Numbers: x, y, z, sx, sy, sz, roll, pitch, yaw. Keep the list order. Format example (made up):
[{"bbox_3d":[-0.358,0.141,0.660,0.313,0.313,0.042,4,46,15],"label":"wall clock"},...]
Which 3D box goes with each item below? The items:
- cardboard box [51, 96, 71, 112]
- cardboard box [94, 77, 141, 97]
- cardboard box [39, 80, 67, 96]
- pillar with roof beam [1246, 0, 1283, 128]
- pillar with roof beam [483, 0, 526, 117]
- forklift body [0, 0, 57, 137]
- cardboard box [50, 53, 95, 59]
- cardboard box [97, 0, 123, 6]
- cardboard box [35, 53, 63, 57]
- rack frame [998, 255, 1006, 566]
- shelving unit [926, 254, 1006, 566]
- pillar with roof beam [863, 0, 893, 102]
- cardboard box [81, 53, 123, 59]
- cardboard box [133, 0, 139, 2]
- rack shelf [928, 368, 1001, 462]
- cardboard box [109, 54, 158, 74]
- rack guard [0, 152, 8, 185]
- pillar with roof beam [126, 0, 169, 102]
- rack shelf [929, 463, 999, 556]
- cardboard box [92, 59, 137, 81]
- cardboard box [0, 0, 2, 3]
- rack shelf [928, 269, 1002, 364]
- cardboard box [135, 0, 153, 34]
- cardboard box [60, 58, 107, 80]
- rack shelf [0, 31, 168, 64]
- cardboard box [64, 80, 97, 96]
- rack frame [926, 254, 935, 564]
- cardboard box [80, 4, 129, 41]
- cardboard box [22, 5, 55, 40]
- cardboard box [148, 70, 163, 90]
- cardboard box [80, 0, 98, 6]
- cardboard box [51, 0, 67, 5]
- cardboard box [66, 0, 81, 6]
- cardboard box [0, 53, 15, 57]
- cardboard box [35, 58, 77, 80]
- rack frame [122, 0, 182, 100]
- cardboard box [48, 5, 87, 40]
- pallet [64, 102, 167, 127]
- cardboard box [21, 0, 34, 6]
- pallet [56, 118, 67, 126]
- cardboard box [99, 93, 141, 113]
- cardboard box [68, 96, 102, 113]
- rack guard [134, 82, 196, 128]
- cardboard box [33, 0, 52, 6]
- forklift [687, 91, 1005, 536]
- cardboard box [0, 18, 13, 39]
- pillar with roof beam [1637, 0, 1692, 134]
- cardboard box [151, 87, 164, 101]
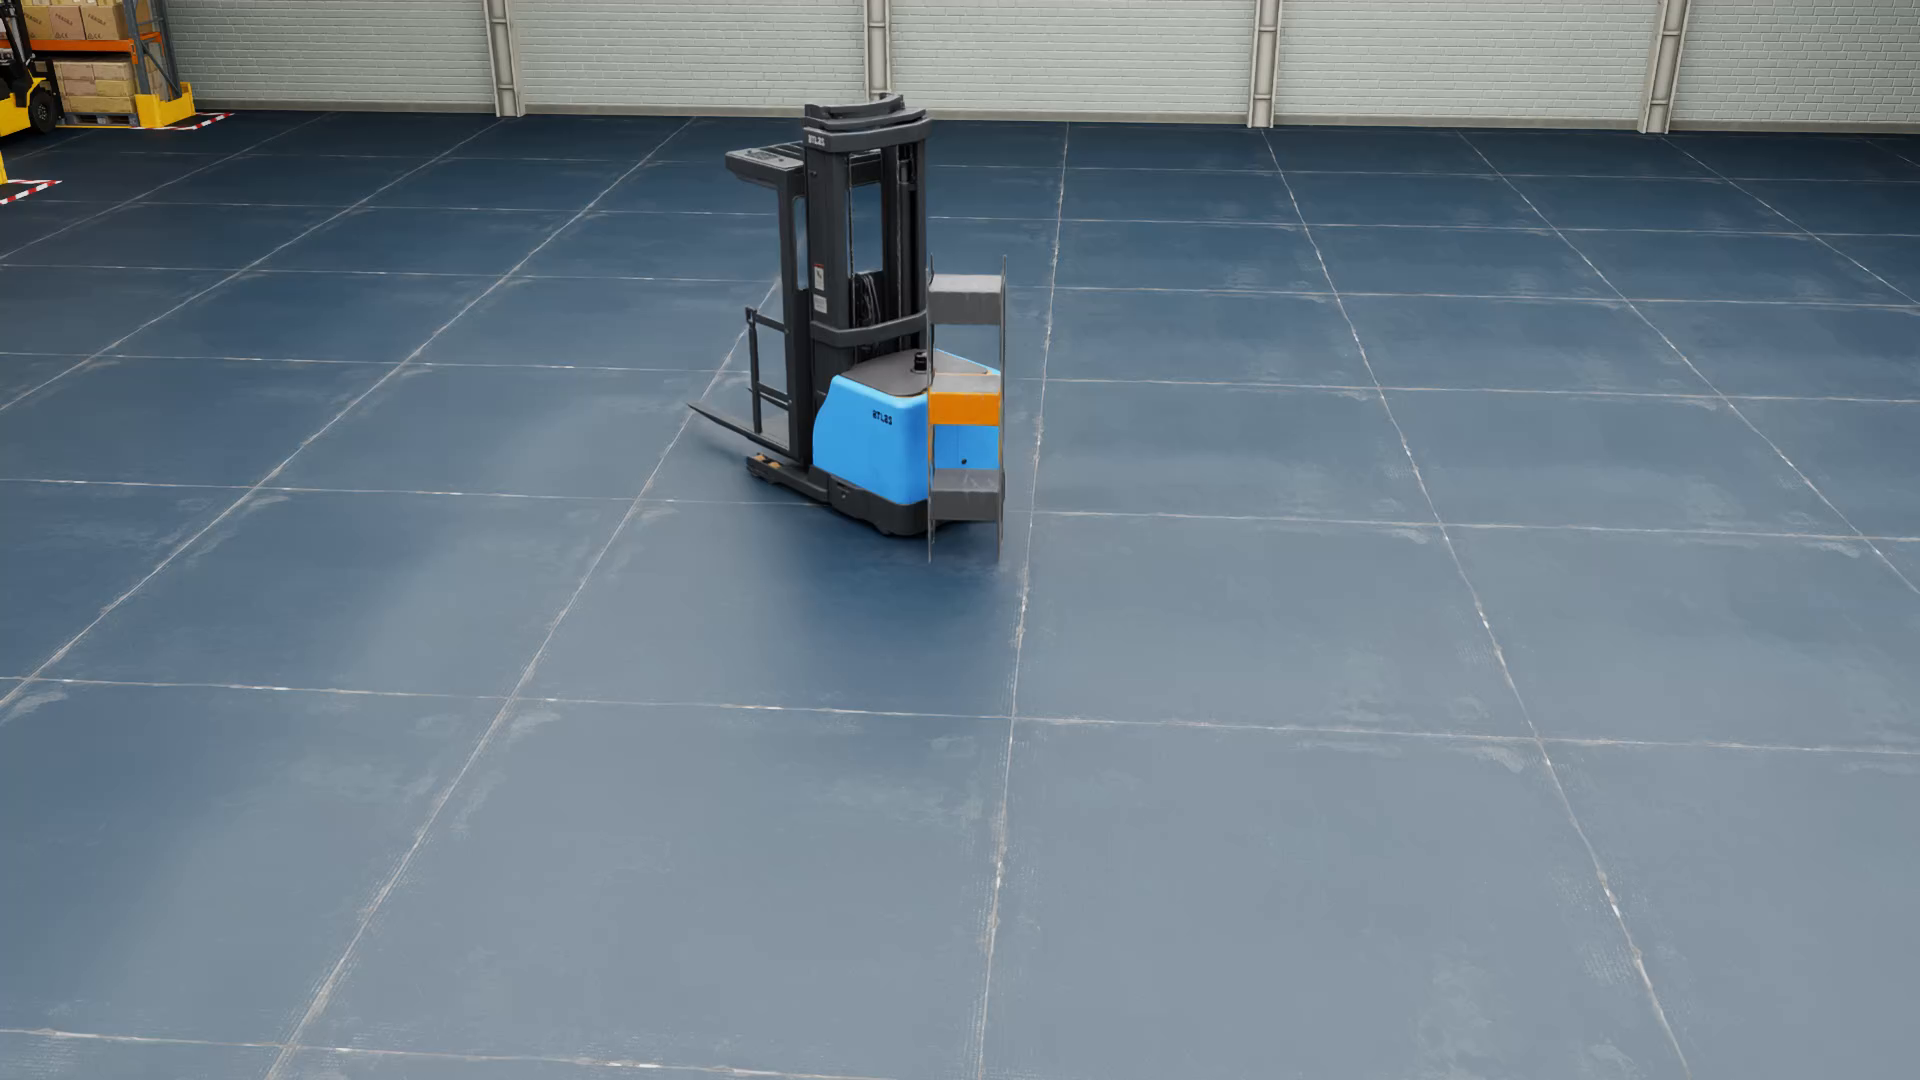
[{"bbox_3d":[-14.106,-6.905,26.166,0.500,0.250,0.500,2,25,5],"label":"cardboard box"},{"bbox_3d":[-13.130,-7.094,25.980,0.500,0.250,0.500,2,25,3],"label":"cardboard box"},{"bbox_3d":[-14.145,-7.123,26.041,0.500,0.250,0.500,1,25,3],"label":"cardboard box"},{"bbox_3d":[4.372,-8.793,20.306,0.400,9.000,9.100,2,25,4],"label":"pillar with roof beam"},{"bbox_3d":[-7.593,-9.177,21.141,0.400,9.000,9.100,2,25,4],"label":"pillar with roof beam"},{"bbox_3d":[-14.651,-6.955,24.504,1.214,2.155,2.313,2,25,4],"label":"forklift body"},{"bbox_3d":[-14.082,-7.565,26.405,0.500,0.250,0.500,2,25,4],"label":"cardboard box"},{"bbox_3d":[-12.988,-8.275,25.461,0.250,0.149,0.380,2,25,5],"label":"cardboard box"},{"bbox_3d":[-14.592,-7.585,26.447,0.500,0.250,0.500,1,25,3],"label":"cardboard box"},{"bbox_3d":[0.286,-0.859,11.316,0.015,2.100,0.400,2,25,3],"label":"rack frame"},{"bbox_3d":[0.042,-0.866,11.331,0.503,2.100,0.431,2,25,3],"label":"shelving unit"},{"bbox_3d":[-1.611,-8.985,20.724,0.400,9.000,9.100,2,25,4],"label":"pillar with roof beam"},{"bbox_3d":[-13.584,-7.545,26.361,0.500,0.250,0.500,2,25,4],"label":"cardboard box"},{"bbox_3d":[-12.939,-8.499,25.949,0.250,0.149,0.380,1,25,3],"label":"cardboard box"},{"bbox_3d":[0.042,-0.853,11.336,0.480,0.518,0.431,2,25,3],"label":"rack shelf"},{"bbox_3d":[-13.085,-7.531,26.330,0.500,0.250,0.500,1,25,3],"label":"cardboard box"},{"bbox_3d":[-13.073,-4.838,21.878,0.348,0.500,1.175,2,25,4],"label":"rack guard"},{"bbox_3d":[-13.575,-9.369,21.558,0.400,9.000,9.100,2,25,4],"label":"pillar with roof beam"},{"bbox_3d":[0.042,-0.217,11.629,0.480,0.518,0.431,2,25,3],"label":"rack shelf"},{"bbox_3d":[-13.104,-7.321,25.874,0.500,0.250,0.500,3,25,6],"label":"cardboard box"},{"bbox_3d":[-14.771,-8.331,25.582,0.250,0.149,0.380,1,25,3],"label":"cardboard box"},{"bbox_3d":[0.042,-1.489,11.044,0.480,0.518,0.431,2,25,3],"label":"rack shelf"},{"bbox_3d":[-13.093,-8.217,26.112,0.500,0.500,0.500,3,25,6],"label":"cardboard box"},{"bbox_3d":[-13.613,-7.335,25.904,0.500,0.250,0.500,2,25,5],"label":"cardboard box"},{"bbox_3d":[-14.615,-7.778,26.136,4.000,0.370,1.077,2,25,4],"label":"rack shelf"},{"bbox_3d":[-13.629,-7.115,26.025,0.500,0.250,0.500,2,25,3],"label":"cardboard box"},{"bbox_3d":[-0.201,-0.872,11.345,0.015,2.100,0.400,2,25,3],"label":"rack frame"},{"bbox_3d":[-13.131,-7.992,25.622,0.500,0.500,0.500,1,25,3],"label":"cardboard box"},{"bbox_3d":[-14.159,-8.029,25.702,0.500,0.500,0.500,1,25,3],"label":"cardboard box"},{"bbox_3d":[-13.073,-7.311,26.450,0.500,0.250,0.500,2,25,5],"label":"cardboard box"},{"bbox_3d":[-13.245,-8.271,25.451,0.250,0.149,0.380,2,25,5],"label":"cardboard box"},{"bbox_3d":[-13.745,-8.317,25.552,0.250,0.149,0.380,2,25,4],"label":"cardboard box"},{"bbox_3d":[-13.499,-8.304,25.525,0.250,0.149,0.380,2,25,5],"label":"cardboard box"},{"bbox_3d":[-15.094,-7.597,26.475,0.500,0.250,0.500,2,25,4],"label":"cardboard box"},{"bbox_3d":[-14.117,-7.347,25.930,0.500,0.250,0.500,2,25,5],"label":"cardboard box"},{"bbox_3d":[-12.621,-8.040,25.847,0.127,3.000,1.000,2,25,4],"label":"rack frame"},{"bbox_3d":[-13.648,-8.013,25.667,0.500,0.500,0.500,3,25,6],"label":"cardboard box"},{"bbox_3d":[-13.386,-6.781,26.445,1.213,0.211,1.003,2,25,4],"label":"pallet"},{"bbox_3d":[-14.269,-8.306,25.528,0.250,0.149,0.380,2,25,4],"label":"cardboard box"},{"bbox_3d":[-14.599,-6.821,26.532,1.213,0.211,1.003,2,25,4],"label":"pallet"},{"bbox_3d":[-13.113,-6.865,26.080,0.500,0.250,0.500,2,25,4],"label":"cardboard box"},{"bbox_3d":[-13.608,-6.885,26.123,0.500,0.250,0.500,2,25,4],"label":"cardboard box"},{"bbox_3d":[-12.597,-6.904,26.368,0.348,0.500,1.175,2,25,4],"label":"rack guard"},{"bbox_3d":[-14.015,-8.306,25.528,0.250,0.149,0.380,1,25,2],"label":"cardboard box"},{"bbox_3d":[-1.022,-1.895,12.573,1.130,2.935,3.031,-21,32,-37],"label":"forklift"},{"bbox_3d":[-14.661,-8.040,25.727,0.500,0.500,0.500,2,25,4],"label":"cardboard box"},{"bbox_3d":[10.354,-8.601,19.889,0.400,9.000,9.100,2,25,4],"label":"pillar with roof beam"},{"bbox_3d":[-13.095,-7.079,26.545,0.500,0.250,0.500,2,25,4],"label":"cardboard box"}]
